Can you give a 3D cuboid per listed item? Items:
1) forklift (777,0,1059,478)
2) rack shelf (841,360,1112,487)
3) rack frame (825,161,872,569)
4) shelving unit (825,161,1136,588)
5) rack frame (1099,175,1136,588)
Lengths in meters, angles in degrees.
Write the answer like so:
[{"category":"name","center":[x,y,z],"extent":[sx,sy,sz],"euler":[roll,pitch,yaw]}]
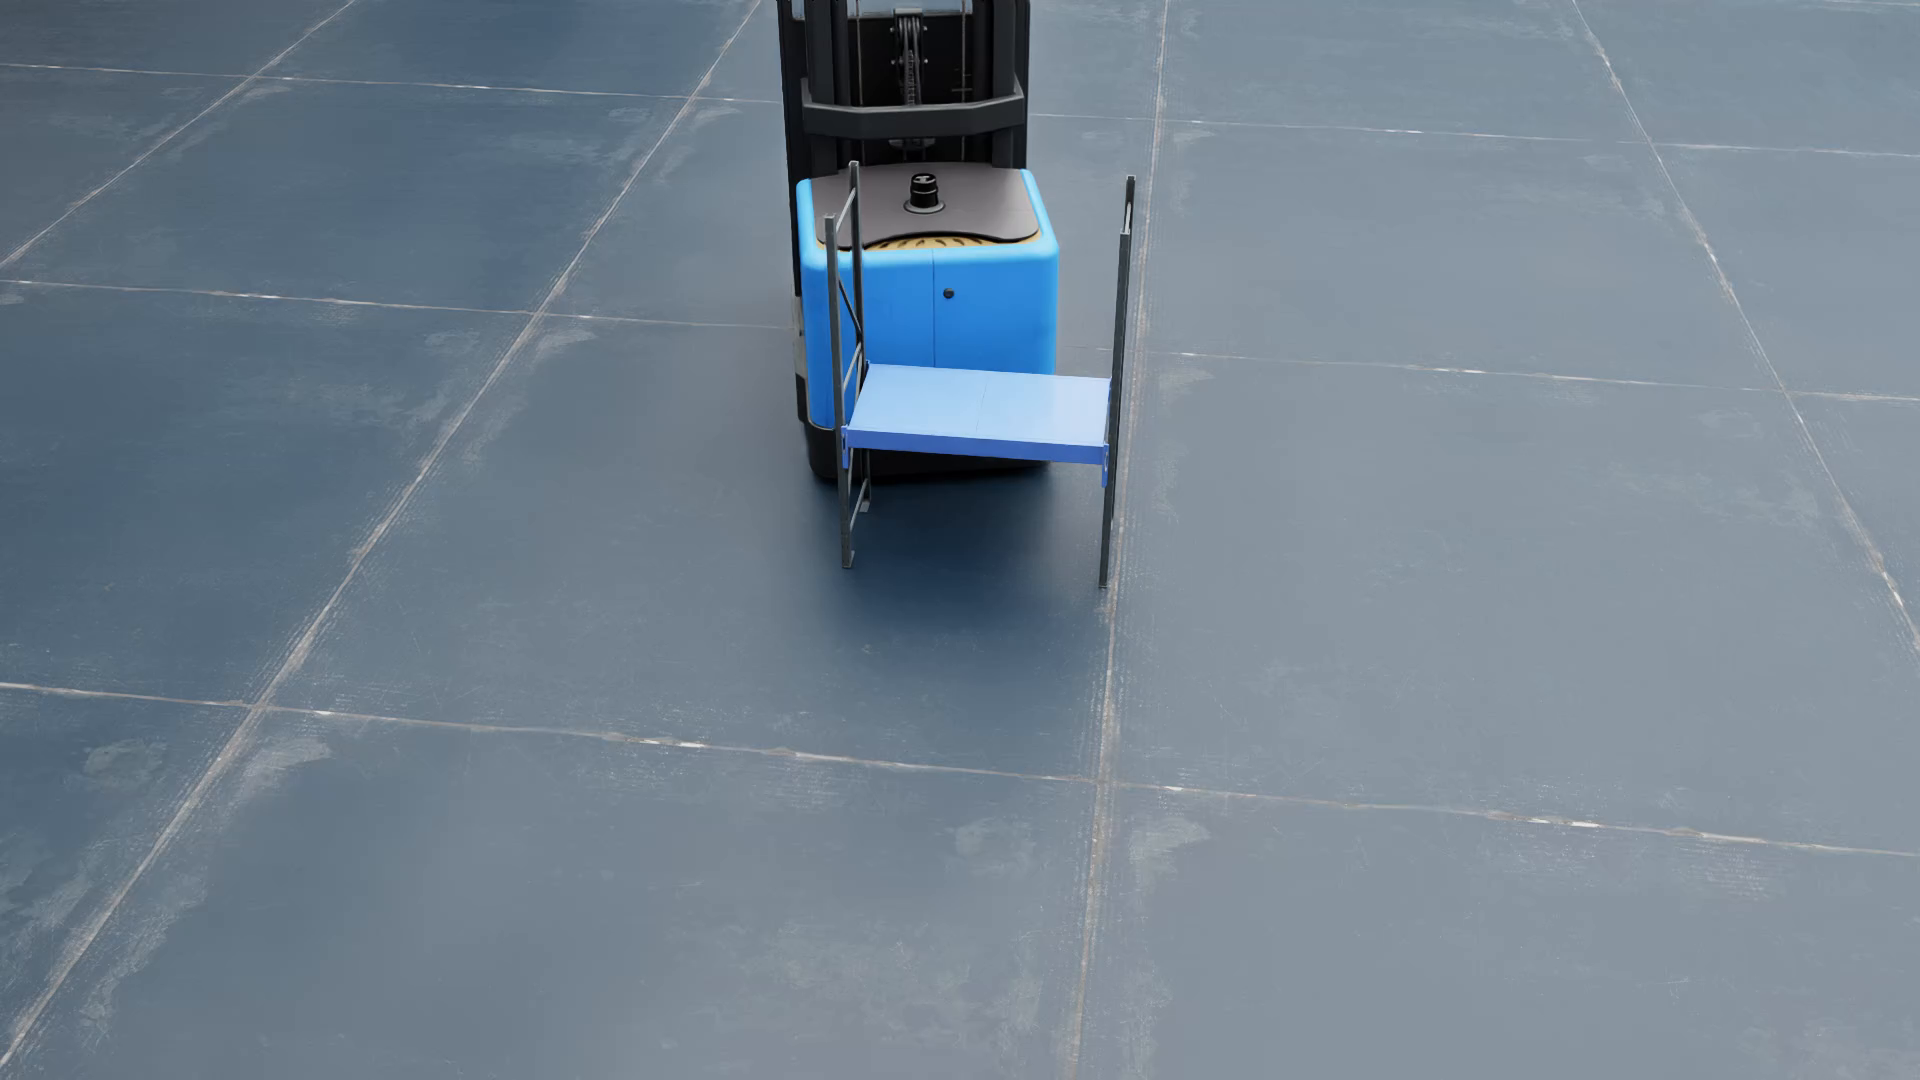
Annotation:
[{"category":"forklift","center":[-0.269,-2.294,7.441],"extent":[1.130,2.935,3.031],"euler":[-4,36,-5]},{"category":"rack shelf","center":[0.085,-0.458,6.410],"extent":[1.000,0.185,0.538],"euler":[4,36,6]},{"category":"rack frame","center":[-0.420,-0.642,6.358],"extent":[0.032,1.500,0.500],"euler":[4,36,6]},{"category":"shelving unit","center":[0.085,-0.604,6.305],"extent":[1.048,1.500,0.538],"euler":[4,36,6]},{"category":"rack frame","center":[0.589,-0.567,6.253],"extent":[0.032,1.500,0.500],"euler":[4,36,6]}]
